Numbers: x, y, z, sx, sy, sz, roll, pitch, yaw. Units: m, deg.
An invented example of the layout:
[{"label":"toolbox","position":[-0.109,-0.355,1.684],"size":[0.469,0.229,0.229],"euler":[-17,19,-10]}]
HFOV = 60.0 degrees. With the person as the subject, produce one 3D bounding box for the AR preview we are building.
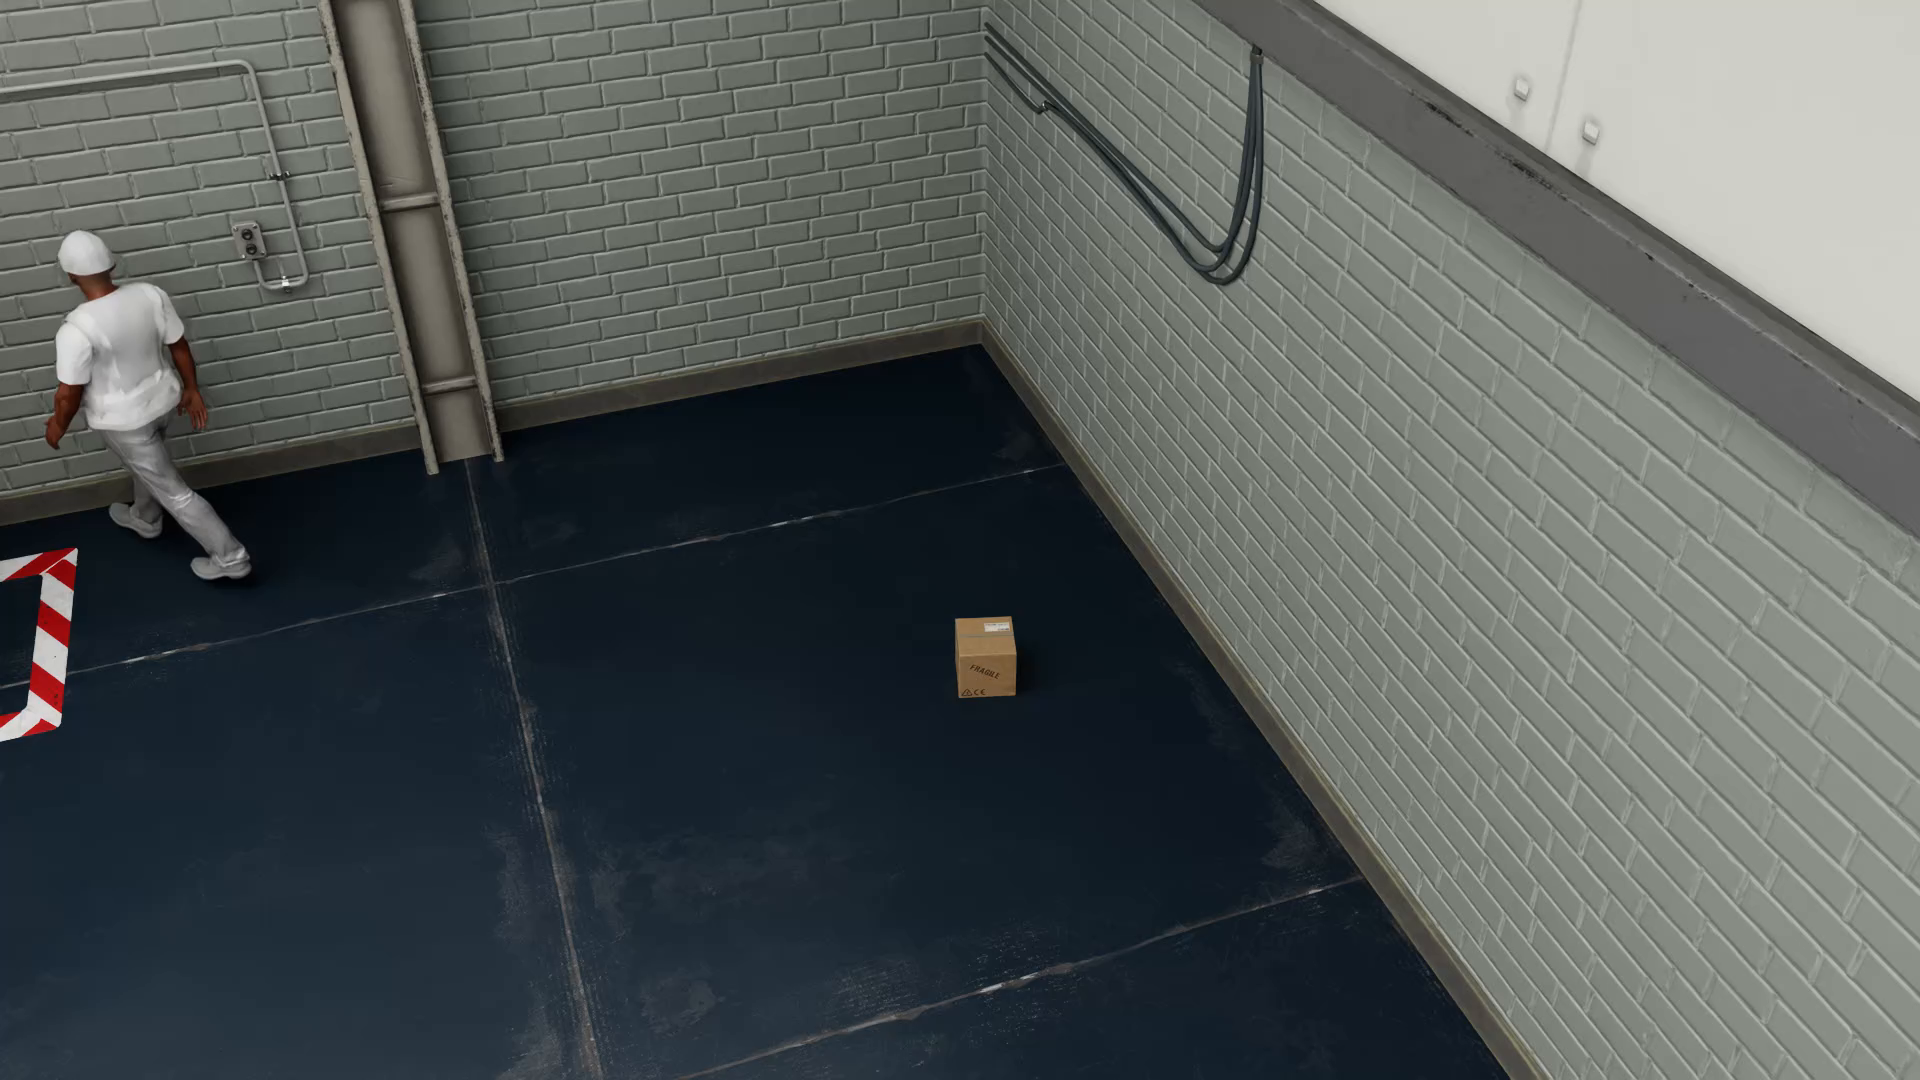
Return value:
[{"label":"person","position":[-3.801,-0.609,7.558],"size":[0.991,1.731,0.588],"euler":[14,40,17]}]
